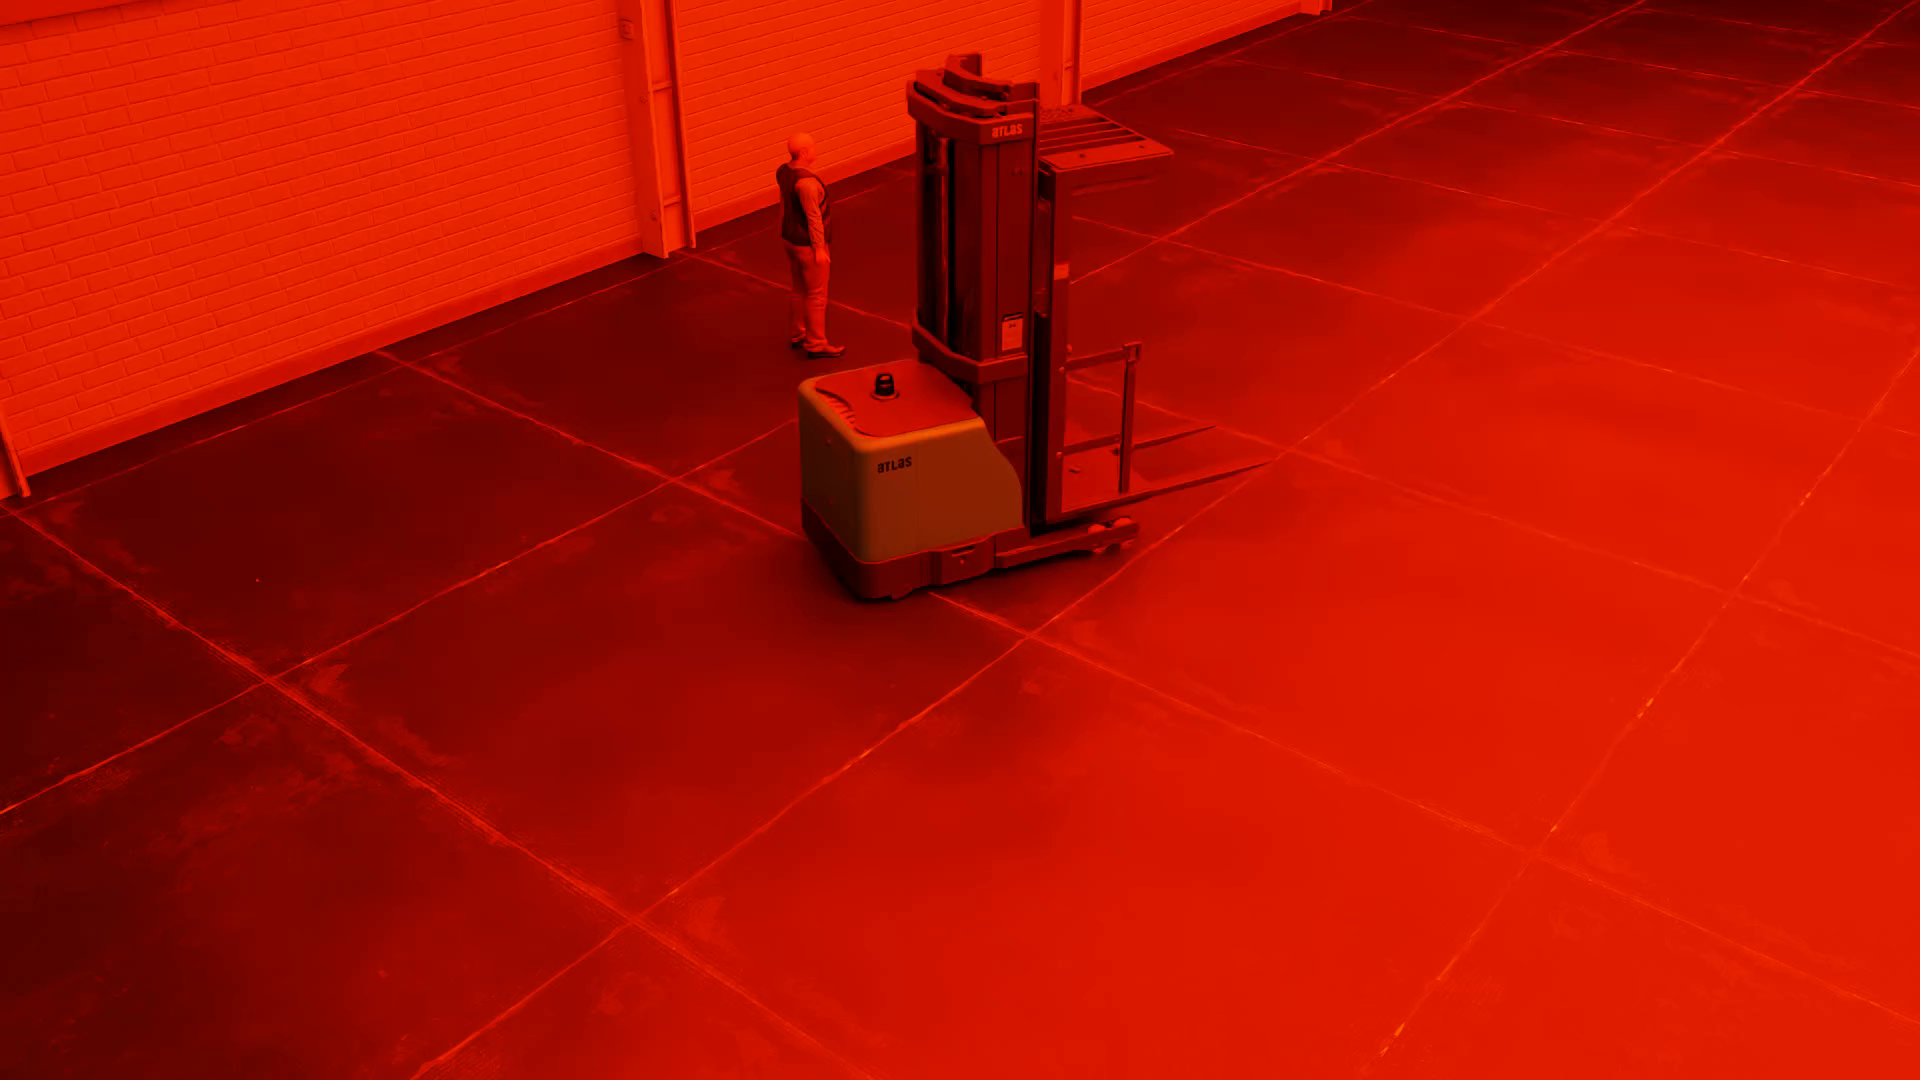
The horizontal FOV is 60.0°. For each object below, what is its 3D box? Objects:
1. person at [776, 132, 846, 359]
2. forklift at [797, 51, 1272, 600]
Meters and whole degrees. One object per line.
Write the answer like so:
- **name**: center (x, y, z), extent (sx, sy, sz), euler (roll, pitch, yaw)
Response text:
- **person**: center (-1.152, -2.251, 12.646), extent (0.360, 1.725, 0.530), euler (-17, 34, -26)
- **forklift**: center (0.556, -1.415, 10.017), extent (3.031, 2.935, 1.130), euler (-14, 33, -22)
